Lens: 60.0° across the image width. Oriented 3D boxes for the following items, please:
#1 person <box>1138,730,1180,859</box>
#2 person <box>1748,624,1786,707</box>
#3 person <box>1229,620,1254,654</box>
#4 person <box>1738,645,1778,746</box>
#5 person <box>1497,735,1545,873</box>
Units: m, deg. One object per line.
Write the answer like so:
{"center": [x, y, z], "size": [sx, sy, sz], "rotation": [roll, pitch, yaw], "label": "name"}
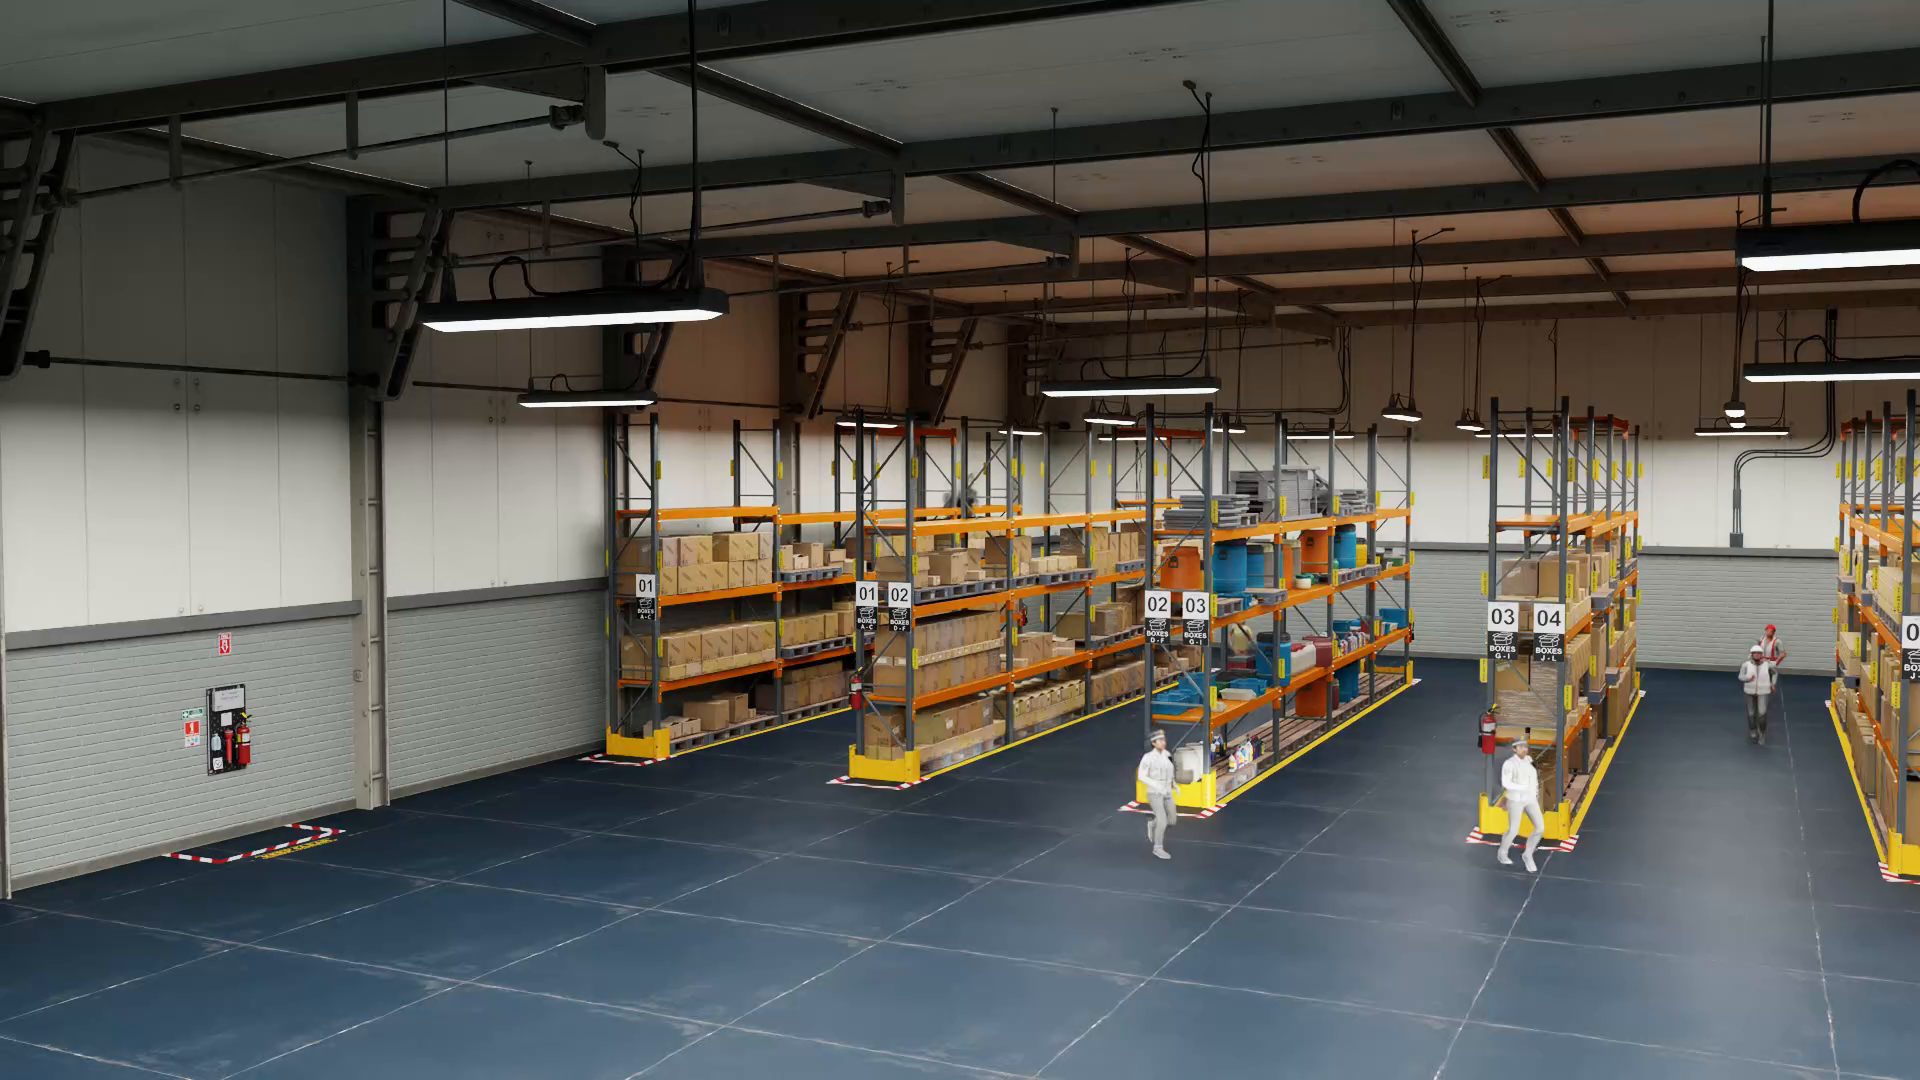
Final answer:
{"center": [2.569, 3.277, 21.567], "size": [0.617, 1.660, 0.556], "rotation": [-2, 3, -35], "label": "person"}
{"center": [17.092, 2.654, 35.177], "size": [0.866, 1.759, 0.738], "rotation": [-2, 3, -45], "label": "person"}
{"center": [6.492, 2.537, 38.420], "size": [0.584, 1.647, 0.911], "rotation": [1, 2, 14], "label": "person"}
{"center": [14.593, 2.840, 30.435], "size": [0.624, 1.834, 0.752], "rotation": [1, 3, 31], "label": "person"}
{"center": [7.046, 3.291, 20.824], "size": [0.625, 1.716, 0.704], "rotation": [-1, 3, -17], "label": "person"}
